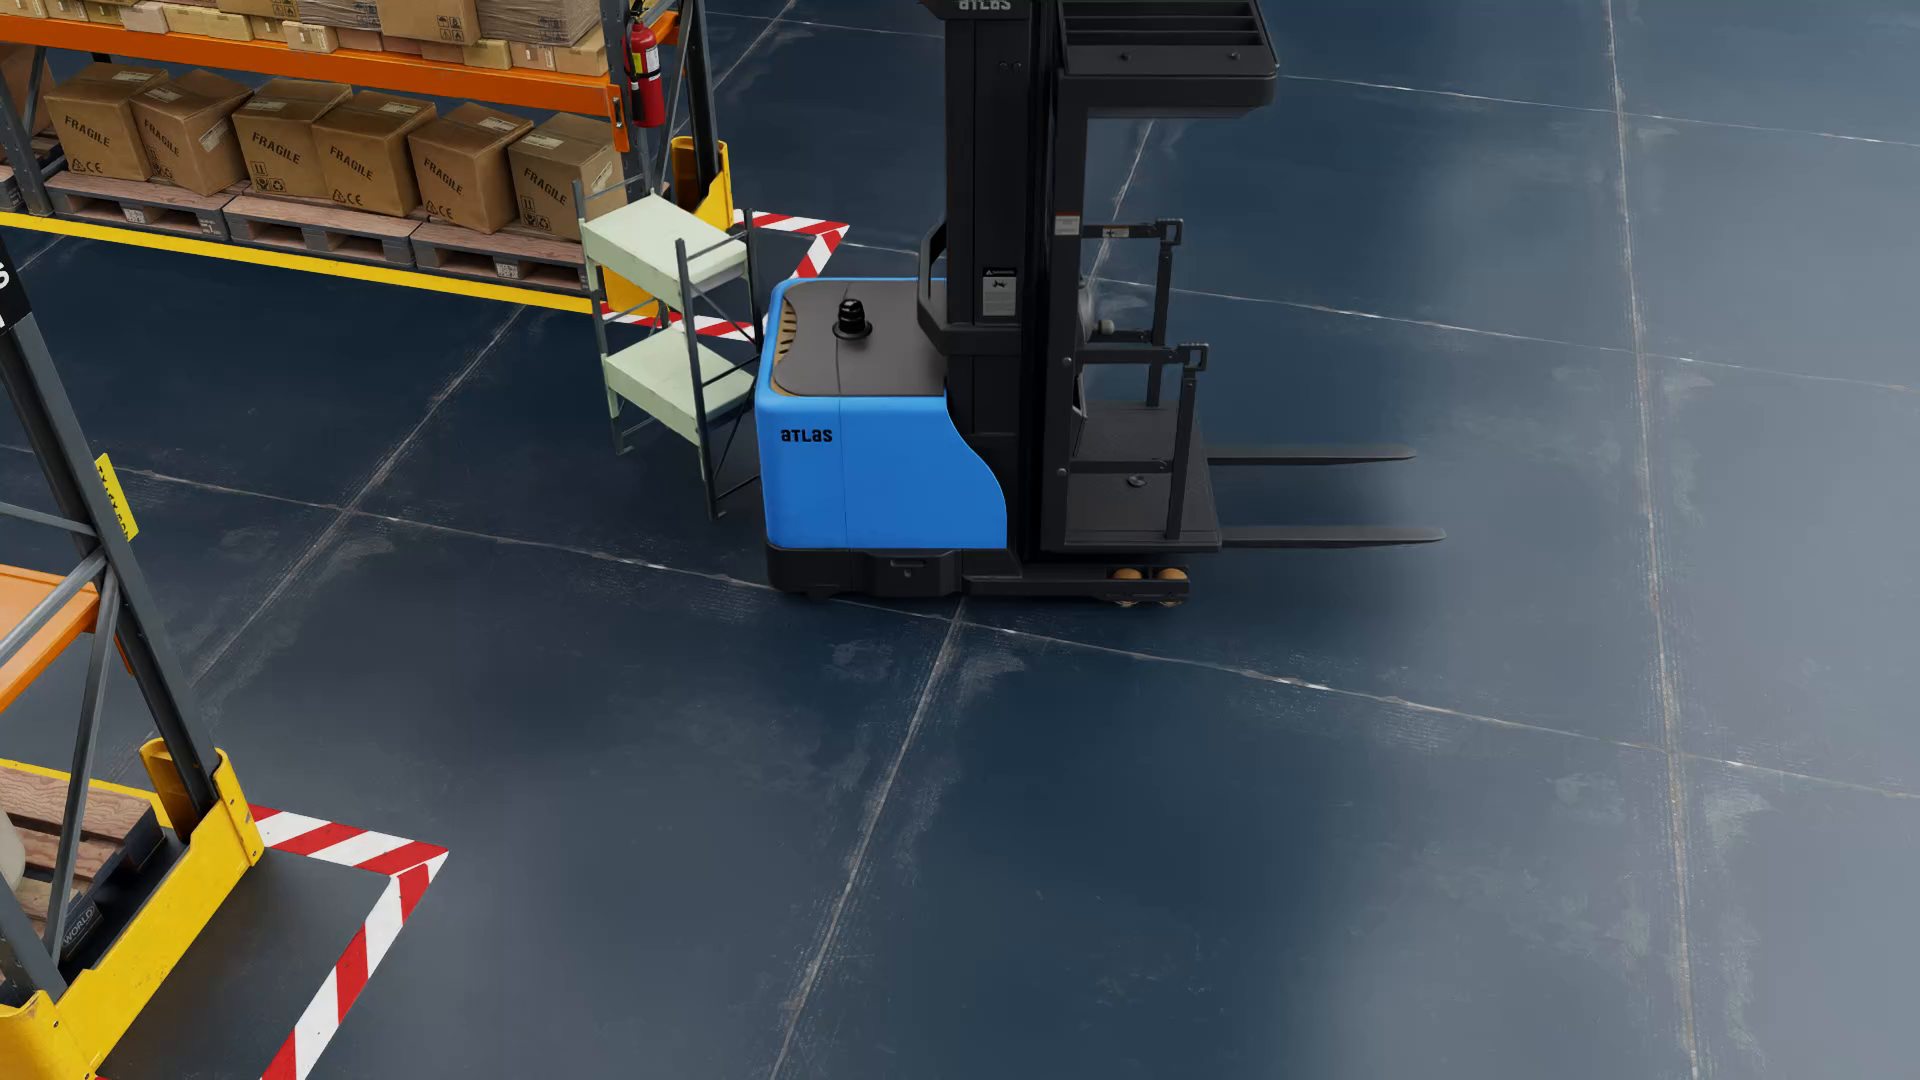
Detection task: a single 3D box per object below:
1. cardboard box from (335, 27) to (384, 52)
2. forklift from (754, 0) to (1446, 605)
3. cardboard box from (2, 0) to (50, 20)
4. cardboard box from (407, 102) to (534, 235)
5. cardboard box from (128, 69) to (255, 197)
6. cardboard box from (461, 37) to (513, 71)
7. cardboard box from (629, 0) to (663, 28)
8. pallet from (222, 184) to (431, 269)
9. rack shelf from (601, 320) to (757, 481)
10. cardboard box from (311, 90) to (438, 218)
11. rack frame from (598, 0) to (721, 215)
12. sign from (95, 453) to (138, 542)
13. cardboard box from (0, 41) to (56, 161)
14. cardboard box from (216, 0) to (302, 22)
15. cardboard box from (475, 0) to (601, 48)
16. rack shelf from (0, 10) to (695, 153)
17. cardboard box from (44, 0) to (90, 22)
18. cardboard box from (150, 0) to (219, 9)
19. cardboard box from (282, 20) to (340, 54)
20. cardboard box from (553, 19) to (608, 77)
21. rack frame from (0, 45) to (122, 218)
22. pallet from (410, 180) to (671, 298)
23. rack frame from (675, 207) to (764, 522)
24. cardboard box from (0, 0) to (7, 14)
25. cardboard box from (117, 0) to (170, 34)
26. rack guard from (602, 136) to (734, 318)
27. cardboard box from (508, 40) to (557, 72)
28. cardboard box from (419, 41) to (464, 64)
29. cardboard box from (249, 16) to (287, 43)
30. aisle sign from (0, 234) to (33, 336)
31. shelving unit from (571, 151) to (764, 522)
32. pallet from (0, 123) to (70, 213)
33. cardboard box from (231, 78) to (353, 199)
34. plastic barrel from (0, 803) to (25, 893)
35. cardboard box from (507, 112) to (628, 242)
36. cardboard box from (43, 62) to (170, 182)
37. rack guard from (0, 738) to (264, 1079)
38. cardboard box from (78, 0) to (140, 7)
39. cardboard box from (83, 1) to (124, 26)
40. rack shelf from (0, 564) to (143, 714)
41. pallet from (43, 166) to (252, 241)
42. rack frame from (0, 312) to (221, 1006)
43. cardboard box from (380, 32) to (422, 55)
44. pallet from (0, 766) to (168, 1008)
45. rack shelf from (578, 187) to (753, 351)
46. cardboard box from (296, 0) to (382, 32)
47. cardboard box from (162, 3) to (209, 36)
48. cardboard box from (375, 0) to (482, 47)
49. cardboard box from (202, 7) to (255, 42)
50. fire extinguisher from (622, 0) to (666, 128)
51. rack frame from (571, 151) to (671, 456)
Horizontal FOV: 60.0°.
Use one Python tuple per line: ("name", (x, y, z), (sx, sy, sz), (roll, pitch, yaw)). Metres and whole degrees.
("cardboard box", (-3.132, -2.772, 8.914), (0.250, 0.149, 0.380), (10, 41, 11))
("forklift", (0.655, -1.176, 6.871), (3.031, 2.935, 1.130), (0, 40, 0))
("cardboard box", (-5.088, -3.048, 9.242), (0.250, 0.149, 0.380), (10, 41, 11))
("cardboard box", (-2.777, -2.148, 9.592), (0.500, 0.500, 0.500), (20, 44, 23))
("cardboard box", (-4.524, -2.438, 9.938), (0.500, 0.500, 0.500), (23, 45, 25))
("cardboard box", (-2.416, -2.626, 8.740), (0.250, 0.149, 0.380), (10, 41, 11))
("cardboard box", (-1.805, -2.851, 9.008), (0.250, 0.149, 0.380), (10, 41, 11))
("pallet", (-3.615, -2.058, 10.036), (1.213, 0.211, 1.003), (10, 41, 11))
("rack shelf", (-1.297, -0.670, 7.889), (0.720, 0.370, 0.431), (32, 50, 32))
("cardboard box", (-3.377, -2.263, 9.730), (0.500, 0.500, 0.500), (13, 42, 15))
("rack frame", (-1.592, -2.752, 8.694), (0.127, 3.000, 1.000), (10, 41, 11))
("sign", (-2.725, -0.122, 5.347), (0.005, 0.325, 0.100), (10, 41, 11))
("cardboard box", (-6.043, -2.743, 10.286), (0.500, 0.500, 0.700), (7, 41, 8))
("cardboard box", (-3.582, -3.221, 8.944), (0.500, 0.500, 0.875), (10, 41, 11))
("cardboard box", (-2.116, -3.012, 8.695), (0.500, 0.500, 0.875), (10, 41, 11))
("rack shelf", (-3.524, -2.809, 9.321), (4.000, 0.370, 1.077), (10, 41, 11))
("cardboard box", (-4.839, -3.024, 9.213), (0.250, 0.149, 0.380), (10, 41, 11))
("cardboard box", (-4.054, -3.330, 9.074), (0.500, 0.500, 0.875), (10, 41, 11))
("cardboard box", (-3.396, -2.759, 8.898), (0.250, 0.149, 0.380), (10, 41, 11))
("cardboard box", (-1.920, -2.575, 8.678), (0.250, 0.149, 0.380), (10, 41, 11))
("rack frame", (-5.456, -3.417, 9.486), (0.127, 3.000, 1.000), (10, 41, 11))
("pallet", (-2.441, -1.853, 9.793), (1.213, 0.211, 1.003), (10, 41, 11))
("rack frame", (-1.036, -0.755, 7.483), (0.023, 1.500, 0.400), (32, 50, 32))
("cardboard box", (-5.326, -3.098, 9.301), (0.250, 0.149, 0.380), (10, 41, 11))
("cardboard box", (-4.364, -2.921, 9.091), (0.250, 0.149, 0.380), (10, 41, 11))
("rack guard", (-1.665, -1.807, 9.513), (0.348, 0.500, 1.175), (10, 41, 11))
("cardboard box", (-2.162, -2.616, 8.728), (0.250, 0.149, 0.380), (10, 41, 11))
("cardboard box", (-2.654, -2.677, 8.801), (0.250, 0.149, 0.380), (10, 41, 11))
("cardboard box", (-3.620, -2.843, 8.999), (0.250, 0.149, 0.380), (10, 41, 11))
("aisle sign", (-2.727, -0.840, 4.396), (0.004, 0.787, 0.394), (10, 41, 11))
("shelving unit", (-1.297, -0.920, 7.679), (0.755, 1.500, 0.431), (32, 50, 32))
("pallet", (-6.208, -2.477, 10.536), (1.213, 0.211, 1.003), (10, 41, 11))
("cardboard box", (-3.904, -2.384, 9.873), (0.500, 0.500, 0.500), (6, 40, 8))
("plastic barrel", (-3.527, 1.055, 5.769), (0.421, 0.512, 0.421), (0, 40, 0))
("cardboard box", (-2.190, -2.069, 9.499), (0.500, 0.500, 0.500), (17, 43, 19))
("cardboard box", (-5.080, -2.529, 10.046), (0.500, 0.500, 0.500), (9, 41, 10))
("rack guard", (-2.957, 1.299, 5.814), (0.348, 0.500, 1.175), (10, 41, 11))
("cardboard box", (-4.563, -3.351, 9.098), (0.500, 0.500, 0.875), (10, 41, 11))
("cardboard box", (-4.595, -2.988, 9.171), (0.250, 0.149, 0.380), (10, 41, 11))
("rack shelf", (-4.804, 0.268, 5.657), (4.000, 0.370, 1.077), (10, 41, 11))
("pallet", (-4.798, -2.259, 10.276), (1.213, 0.211, 1.003), (10, 41, 11))
("rack frame", (-2.872, 0.325, 5.030), (0.127, 3.000, 1.000), (10, 41, 11))
("cardboard box", (-2.885, -2.745, 8.881), (0.250, 0.149, 0.380), (10, 41, 11))
("pallet", (-3.741, 1.272, 6.072), (1.213, 0.211, 1.003), (10, 41, 11))
("rack shelf", (-1.297, -1.219, 7.428), (0.720, 0.370, 0.431), (32, 50, 32))
("cardboard box", (-3.102, -3.131, 8.836), (0.500, 0.500, 0.875), (10, 41, 11))
("cardboard box", (-4.112, -2.905, 9.072), (0.250, 0.149, 0.380), (10, 41, 11))
("cardboard box", (-2.630, -3.021, 8.706), (0.500, 0.500, 0.875), (10, 41, 11))
("cardboard box", (-3.873, -2.857, 9.014), (0.250, 0.149, 0.380), (10, 41, 11))
("fire extinguisher", (-1.600, -2.417, 8.355), (0.183, 0.674, 0.296), (10, 41, 11))
("rack frame", (-1.558, -1.085, 7.876), (0.023, 1.500, 0.400), (32, 50, 32))
